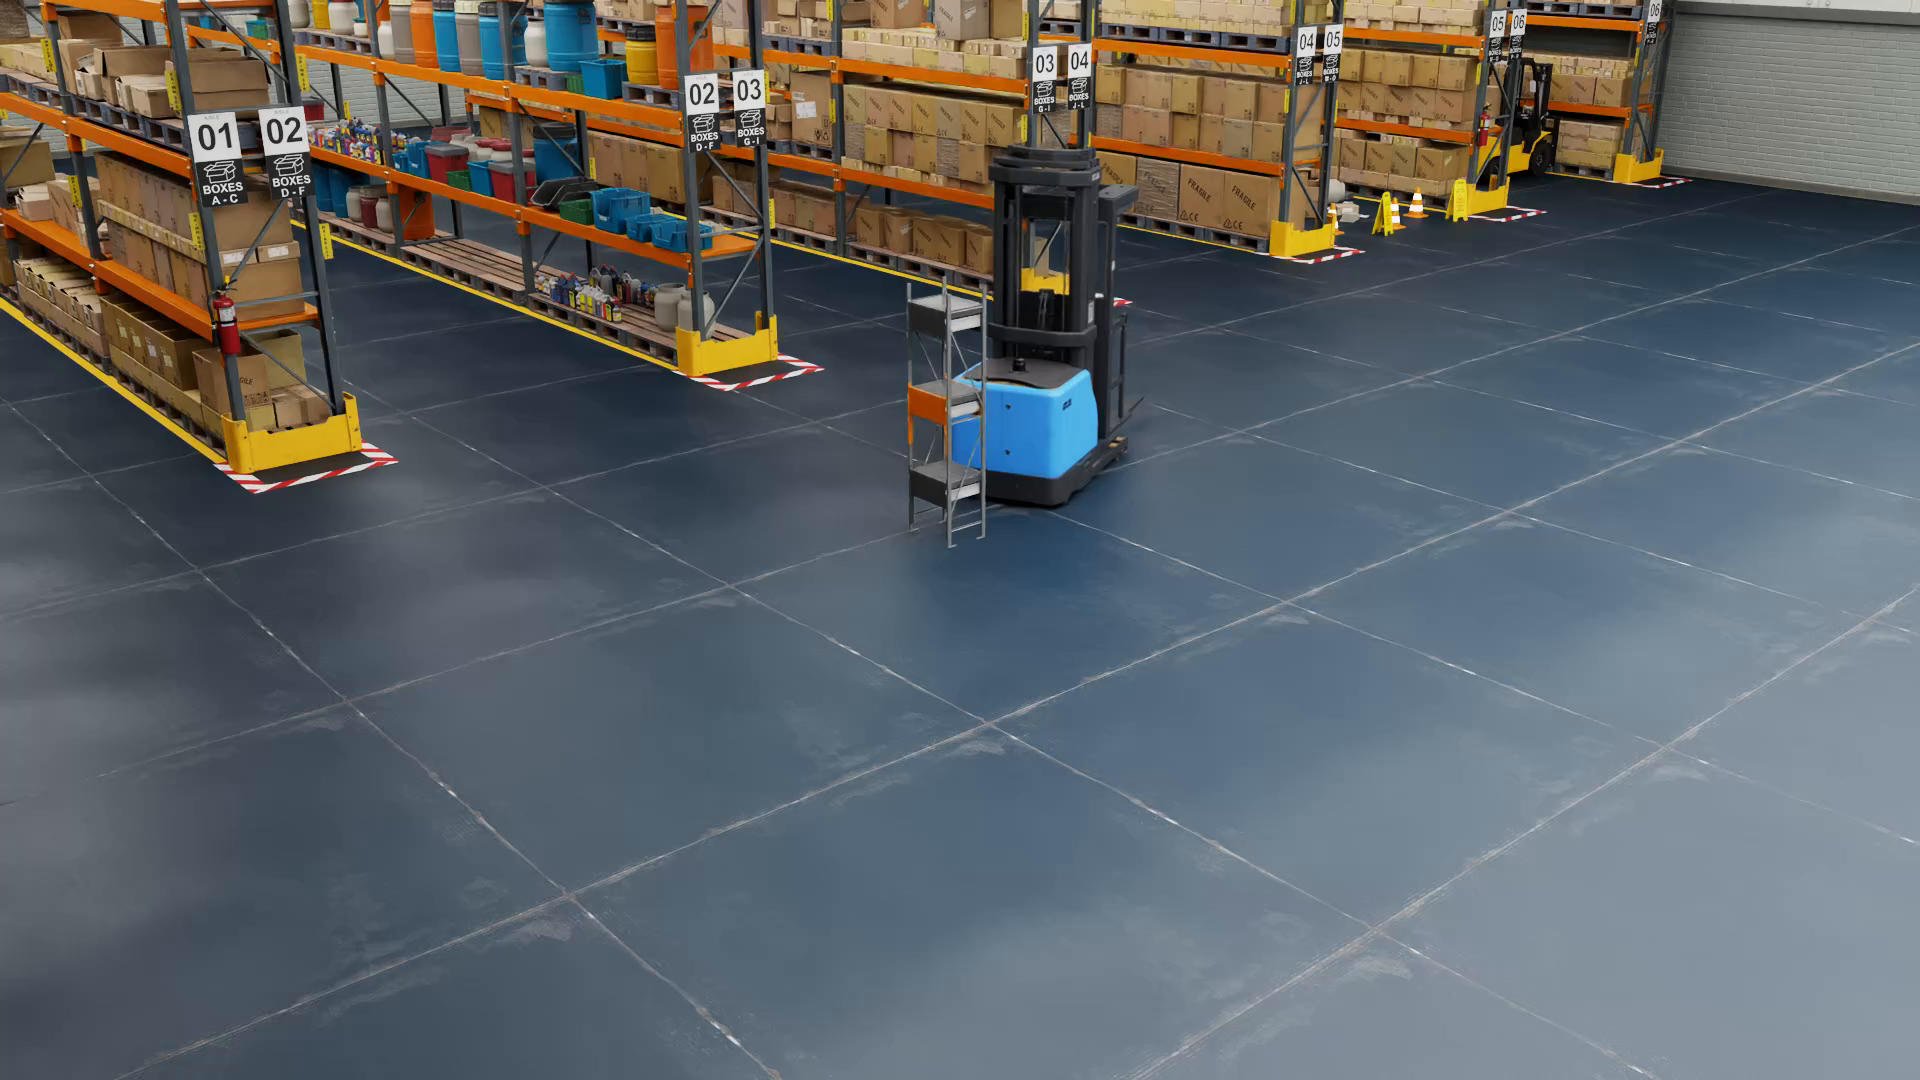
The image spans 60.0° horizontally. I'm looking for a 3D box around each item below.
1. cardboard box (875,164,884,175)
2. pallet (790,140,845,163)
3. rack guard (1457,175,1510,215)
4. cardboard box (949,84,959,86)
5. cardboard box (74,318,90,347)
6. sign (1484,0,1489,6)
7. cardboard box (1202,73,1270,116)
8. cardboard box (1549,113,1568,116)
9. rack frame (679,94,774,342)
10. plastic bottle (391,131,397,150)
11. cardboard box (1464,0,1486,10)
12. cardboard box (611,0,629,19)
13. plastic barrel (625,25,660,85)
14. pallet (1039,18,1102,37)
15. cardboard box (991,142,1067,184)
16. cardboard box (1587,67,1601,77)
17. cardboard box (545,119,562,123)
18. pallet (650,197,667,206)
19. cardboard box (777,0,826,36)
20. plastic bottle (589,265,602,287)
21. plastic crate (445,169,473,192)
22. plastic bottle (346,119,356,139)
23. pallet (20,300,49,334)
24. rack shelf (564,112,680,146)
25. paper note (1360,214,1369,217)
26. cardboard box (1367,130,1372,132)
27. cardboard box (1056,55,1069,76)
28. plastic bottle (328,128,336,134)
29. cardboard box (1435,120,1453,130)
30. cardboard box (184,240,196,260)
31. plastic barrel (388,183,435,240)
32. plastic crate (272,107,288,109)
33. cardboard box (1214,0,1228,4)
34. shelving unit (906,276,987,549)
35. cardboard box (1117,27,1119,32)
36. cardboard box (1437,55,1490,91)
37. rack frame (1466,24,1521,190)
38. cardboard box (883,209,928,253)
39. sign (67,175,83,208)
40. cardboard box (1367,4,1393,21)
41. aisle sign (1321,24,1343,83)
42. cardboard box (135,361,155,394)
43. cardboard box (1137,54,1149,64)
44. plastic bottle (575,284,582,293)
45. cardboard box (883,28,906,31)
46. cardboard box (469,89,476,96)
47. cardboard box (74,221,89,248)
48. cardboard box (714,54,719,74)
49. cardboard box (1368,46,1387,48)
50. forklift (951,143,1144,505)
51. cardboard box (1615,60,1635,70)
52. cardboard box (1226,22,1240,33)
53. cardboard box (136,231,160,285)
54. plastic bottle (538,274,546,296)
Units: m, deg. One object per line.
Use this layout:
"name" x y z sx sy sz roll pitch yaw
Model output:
"cardboard box" -0.961 -5.199 23.214 0.380 0.149 0.250 -17 27 -37
"pallet" -1.770 -5.804 24.680 1.003 0.211 1.213 -17 27 -37
"rack guard" 8.688 -5.759 27.728 1.175 0.500 0.348 -17 27 -37
"cardboard box" 0.117 -8.292 29.259 0.700 0.500 0.500 -18 27 -38
"cardboard box" -9.708 -2.392 18.898 0.500 0.250 0.500 -18 28 -38
"sign" 8.304 -8.584 26.187 0.100 0.325 0.005 -17 27 -37
"cardboard box" 4.149 -6.697 25.010 0.875 0.550 0.550 -17 27 -37
"cardboard box" 11.348 -8.064 32.010 0.500 0.250 0.500 -18 28 -38
"rack frame" -2.522 -3.364 18.185 1.000 3.000 0.127 -17 27 -37
"plastic bottle" -8.591 -6.068 25.267 0.097 0.271 0.097 0 21 0
"cardboard box" 8.293 -8.576 26.631 0.380 0.149 0.250 -17 27 -37
"cardboard box" -5.342 -8.953 27.624 0.797 0.503 0.637 -18 28 -38
"plastic barrel" -3.363 -5.328 18.254 0.600 0.588 0.600 0 21 0
"pallet" 1.806 -8.350 27.065 0.805 0.209 1.217 -19 28 -39
"cardboard box" 0.892 -4.886 21.528 0.875 0.500 0.500 -17 27 -37
"cardboard box" 11.744 -8.612 30.559 0.380 0.149 0.250 -17 27 -36
"cardboard box" -6.973 -7.266 30.486 0.875 0.875 0.875 -17 27 -37
"pallet" -5.242 -6.027 28.809 1.003 0.211 1.213 -17 27 -37
"cardboard box" -2.229 -7.702 24.431 0.797 0.503 0.637 -16 27 -35
"plastic bottle" -4.604 -3.297 21.043 0.144 0.351 0.185 -17 27 -37
"plastic crate" -6.484 -4.784 22.102 0.450 0.188 0.662 -17 27 -37
"plastic bottle" -9.496 -6.395 25.992 0.144 0.351 0.185 -17 27 -37
"pallet" -10.992 -2.861 20.725 1.003 0.211 1.213 -17 27 -37
"rack shelf" -5.298 -6.971 28.381 1.077 0.370 4.000 -17 27 -37
"paper note" 6.612 -5.307 27.217 0.142 0.019 0.148 12 24 27
"cardboard box" 8.542 -8.845 34.859 0.875 0.625 0.625 -19 28 -40
"cardboard box" 1.111 -6.064 21.173 0.500 0.250 0.500 -16 27 -36
"plastic bottle" -9.622 -6.183 25.554 0.152 0.276 0.135 -17 27 -37
"cardboard box" 8.082 -6.881 27.510 0.380 0.149 0.250 -18 28 -38
"cardboard box" -7.010 -2.737 15.559 0.380 0.149 0.250 -18 28 -38
"plastic barrel" -8.077 -4.890 24.482 0.600 0.830 0.708 -17 27 -37
"plastic crate" -10.919 -6.747 26.764 0.392 0.384 0.575 -17 27 -37
"cardboard box" 3.915 -7.882 24.145 0.380 0.149 0.250 -17 27 -37
"shelving unit" -0.108 -1.023 13.444 0.431 2.100 0.503 -17 27 -37
"cardboard box" 3.892 -12.293 39.752 0.500 0.500 0.500 -18 28 -39
"cardboard box" 8.238 -7.642 27.192 0.700 0.500 0.500 -18 28 -39
"rack frame" 8.737 -6.902 27.219 1.000 3.000 0.127 -17 27 -37
"cardboard box" -0.771 -4.403 23.691 0.500 0.500 0.500 -9 23 -21
"sign" -9.293 -3.661 17.466 0.100 0.325 0.005 -17 27 -37
"cardboard box" 7.198 -8.865 27.916 0.500 0.250 0.500 -17 27 -37
"aisle sign" 5.327 -6.958 23.797 0.394 0.787 0.004 -17 27 -37
"cardboard box" -8.170 -1.727 17.201 0.500 0.250 0.500 -17 27 -37
"cardboard box" 3.634 -9.313 32.255 0.500 0.500 0.500 -18 28 -39
"plastic bottle" -4.673 -2.998 20.388 0.097 0.271 0.097 0 21 0
"cardboard box" -0.845 -7.044 23.127 0.380 0.149 0.250 -17 27 -37
"cardboard box" -9.233 -8.670 32.077 0.380 0.149 0.250 -17 27 -37
"cardboard box" -9.601 -3.427 18.532 0.396 0.266 0.258 -18 28 -39
"cardboard box" -4.938 -9.970 34.506 0.500 0.500 0.500 -17 27 -37
"cardboard box" 8.656 -10.182 34.567 0.380 0.149 0.250 -16 27 -36
"forklift" 0.955 -2.167 15.223 1.130 2.935 3.031 9 23 22
"cardboard box" 12.102 -8.621 30.172 0.380 0.149 0.250 -17 27 -37
"cardboard box" 4.083 -7.439 24.109 0.380 0.149 0.250 -17 27 -37
"cardboard box" -7.920 -2.933 16.947 0.700 0.500 0.500 -17 27 -37
"plastic bottle" -5.258 -3.211 20.933 0.097 0.271 0.097 0 21 0
